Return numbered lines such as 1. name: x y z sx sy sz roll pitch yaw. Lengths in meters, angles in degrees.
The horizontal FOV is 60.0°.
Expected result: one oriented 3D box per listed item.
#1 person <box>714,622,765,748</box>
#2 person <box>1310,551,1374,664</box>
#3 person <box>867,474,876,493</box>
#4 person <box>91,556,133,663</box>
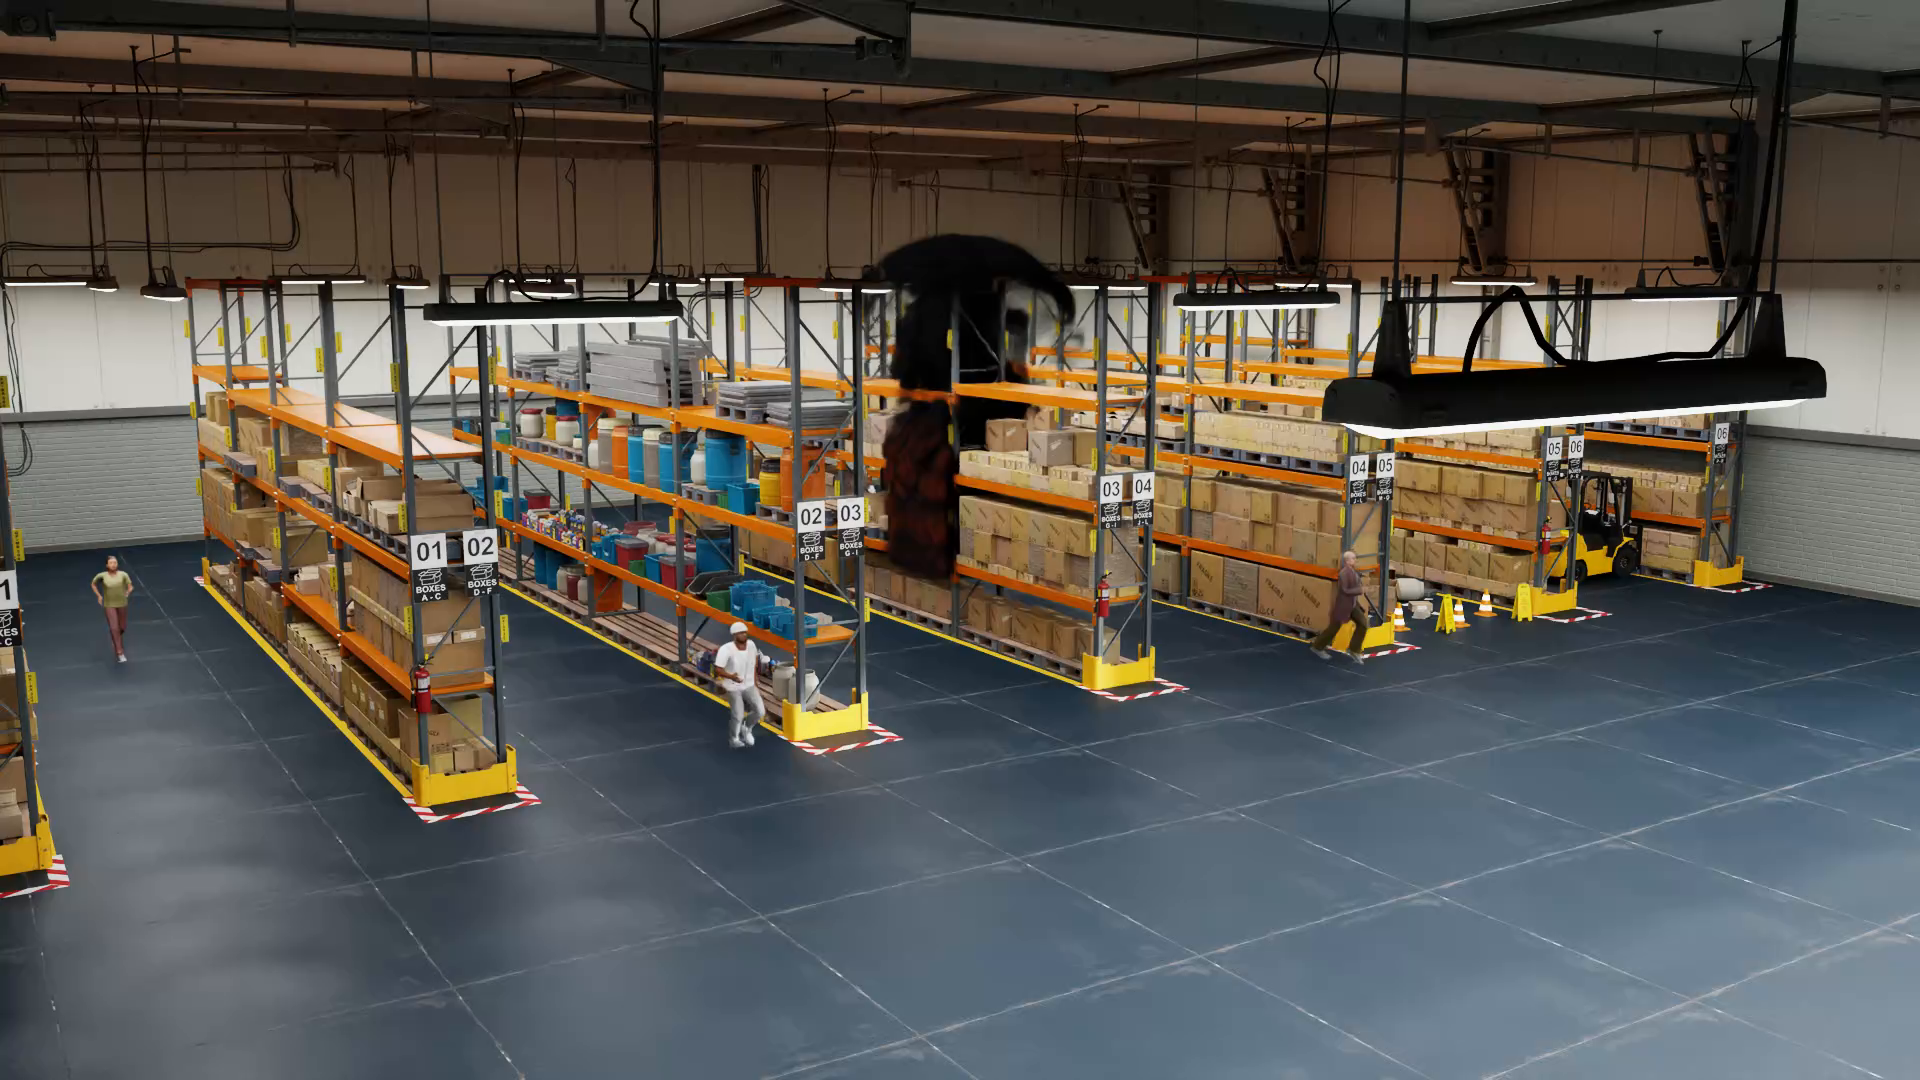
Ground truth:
1. person: -2.820 1.901 21.523 0.731 1.721 0.645 -8 12 -38
2. person: 6.093 1.067 26.365 0.975 1.829 0.730 7 12 34
3. person: -2.048 -0.593 36.321 0.671 1.732 0.623 -8 13 -41
4. person: -13.529 1.073 26.623 0.578 1.676 0.939 -7 12 -37
